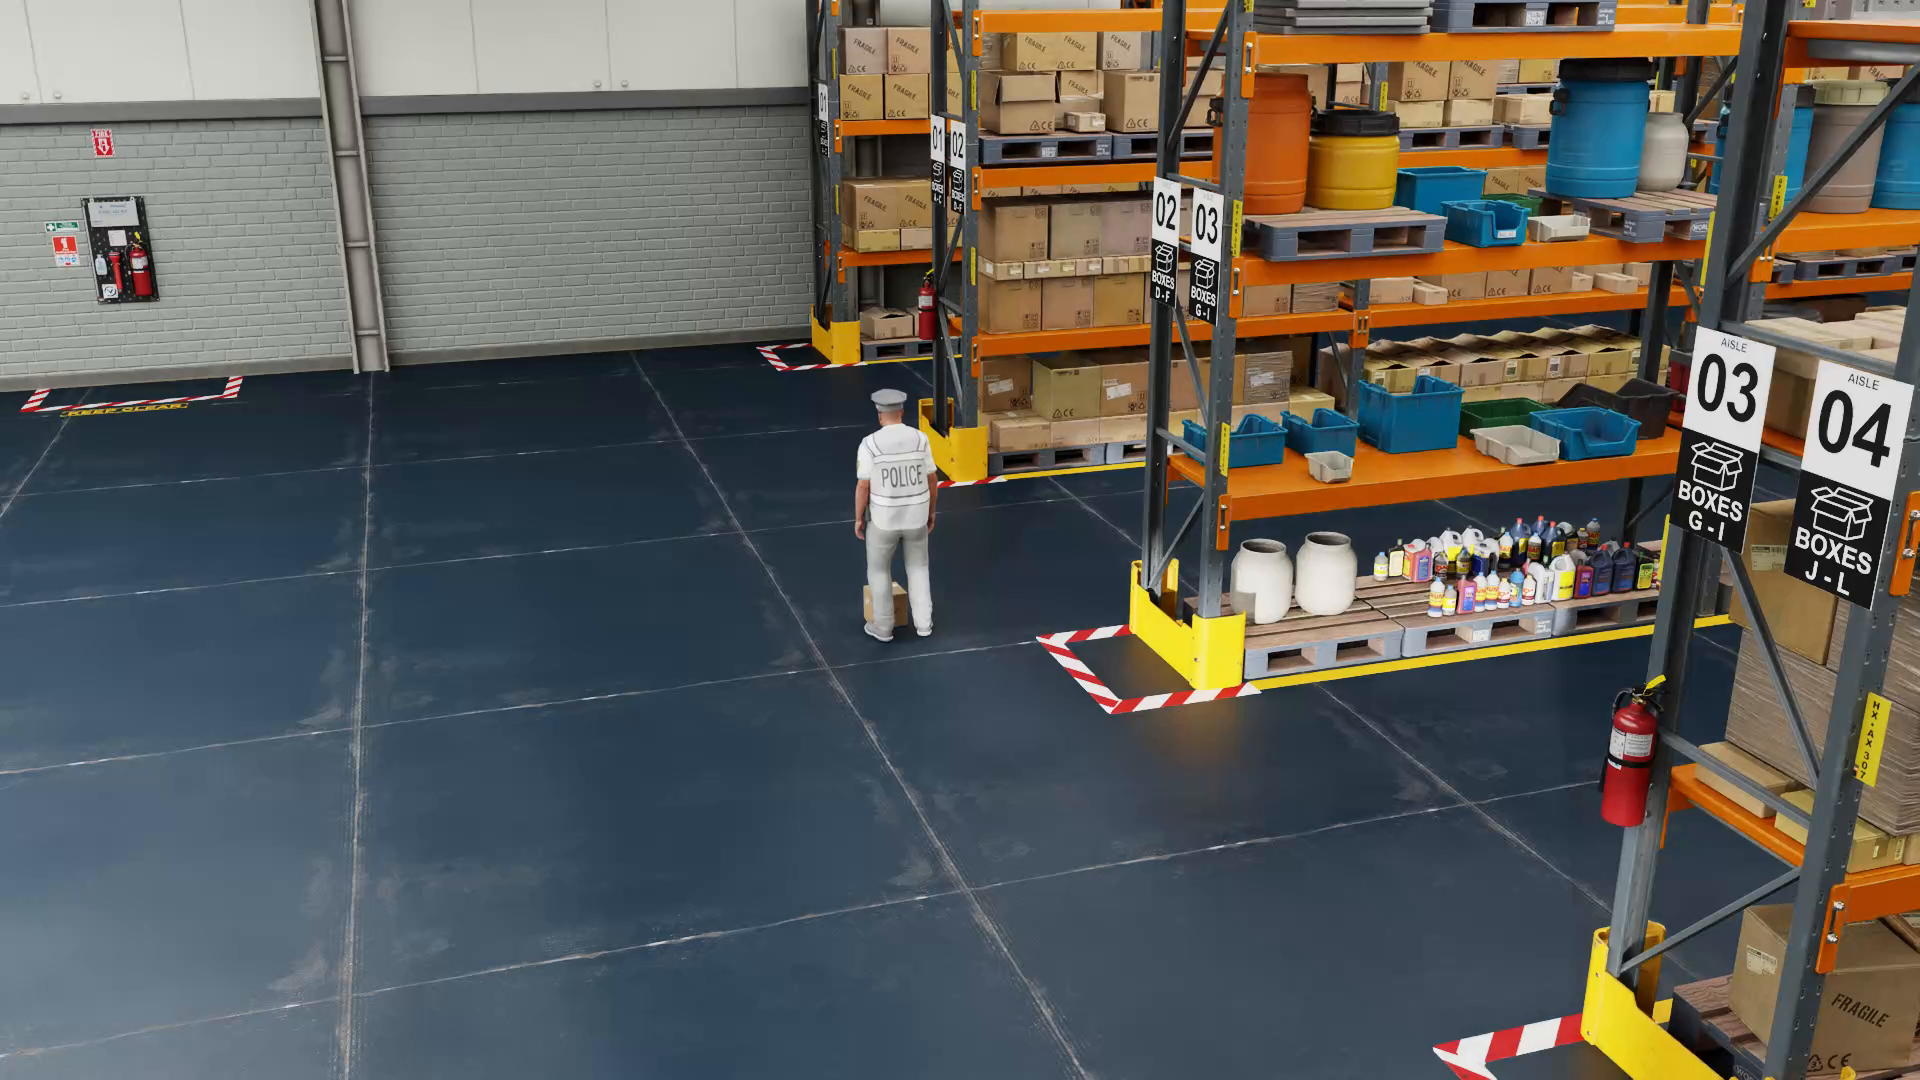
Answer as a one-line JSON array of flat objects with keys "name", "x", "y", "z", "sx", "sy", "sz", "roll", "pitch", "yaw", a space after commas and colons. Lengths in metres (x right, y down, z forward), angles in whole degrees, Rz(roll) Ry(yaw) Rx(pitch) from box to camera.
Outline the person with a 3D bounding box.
[{"name": "person", "x": -0.435, "y": -0.154, "z": 11.498, "sx": 0.587, "sy": 1.748, "sz": 0.436, "roll": -6, "pitch": 20, "yaw": -17}]
